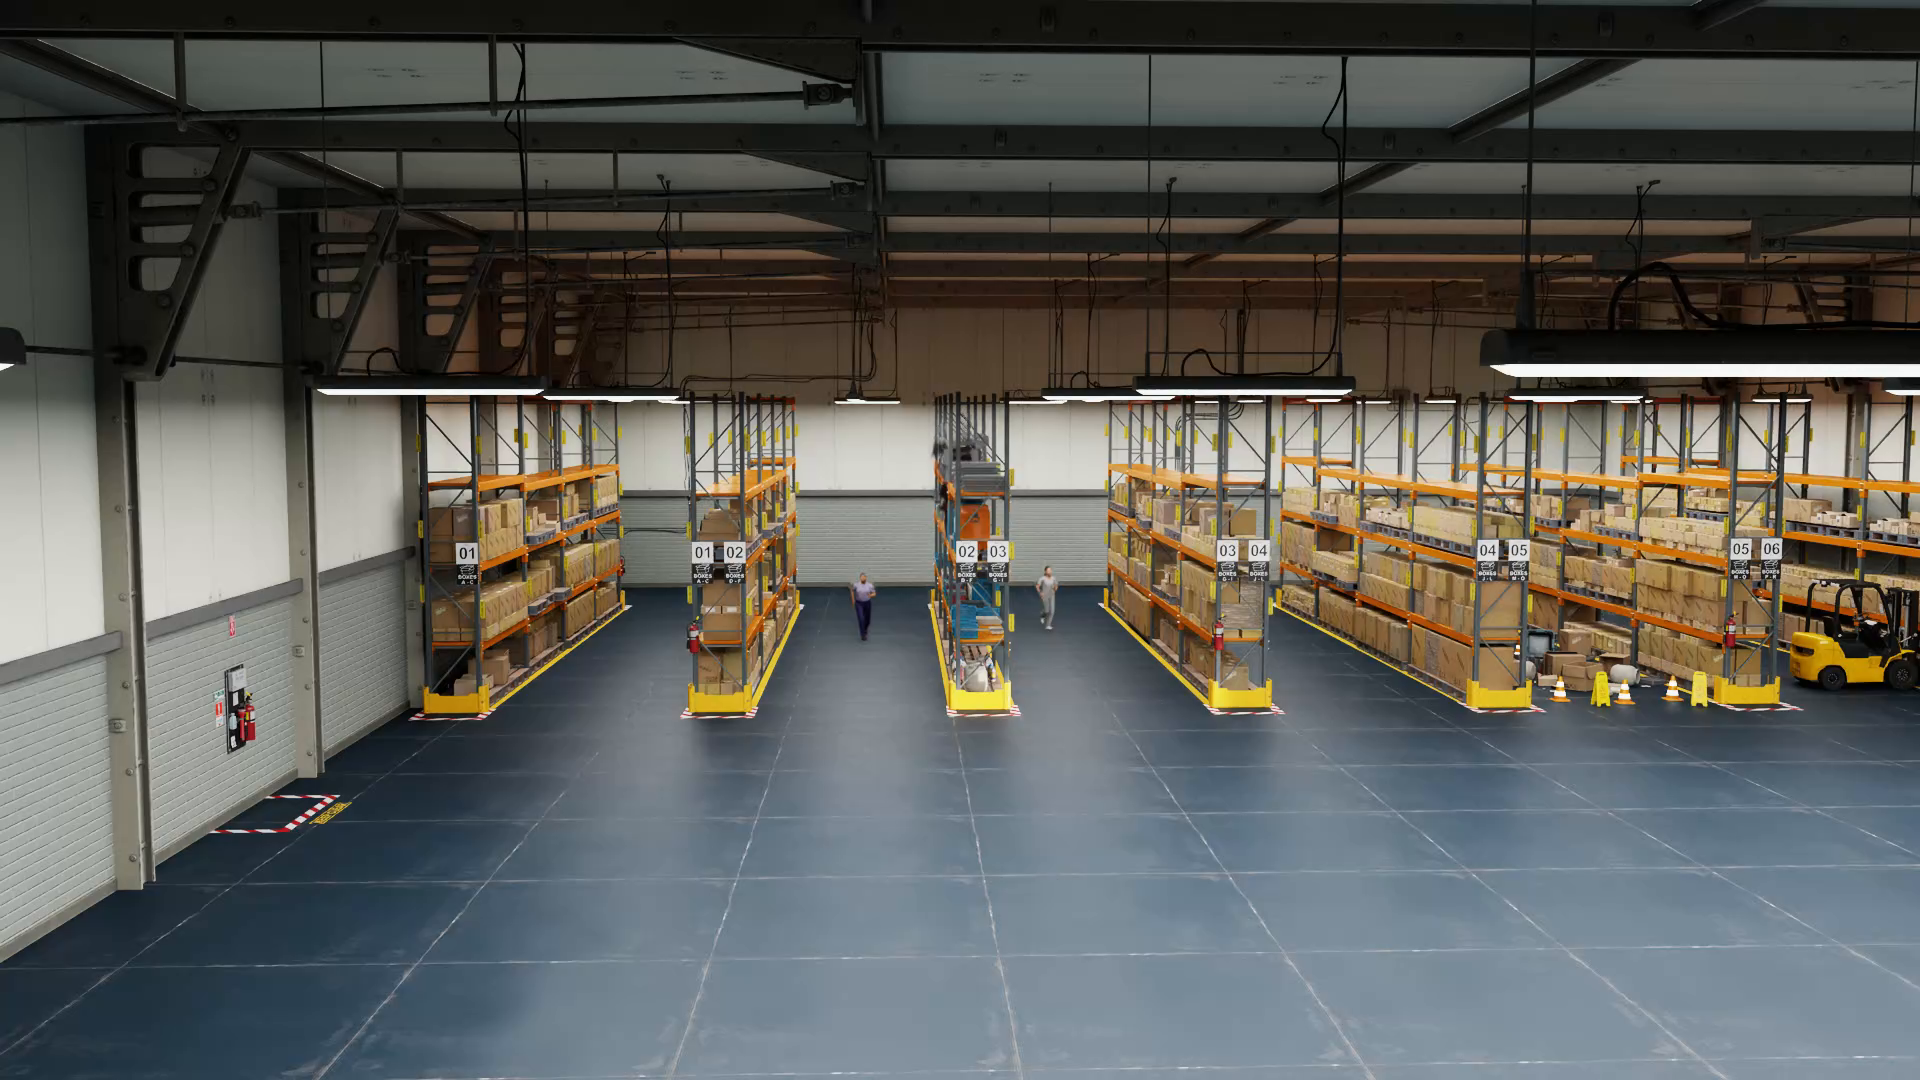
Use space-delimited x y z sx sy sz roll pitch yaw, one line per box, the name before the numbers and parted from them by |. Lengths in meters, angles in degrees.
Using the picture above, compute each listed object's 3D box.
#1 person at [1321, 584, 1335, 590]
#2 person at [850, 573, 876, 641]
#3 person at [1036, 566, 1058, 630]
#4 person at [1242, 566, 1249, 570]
person | 10.807 0.941 48.950 0.695 1.749 0.873 -3 5 -32
person | -2.375 1.613 40.899 0.607 1.632 0.906 -1 5 -11
person | 2.253 1.482 42.825 0.580 1.624 0.597 -2 5 -20
person | 8.283 1.052 48.498 0.539 1.624 0.634 -3 5 -31
